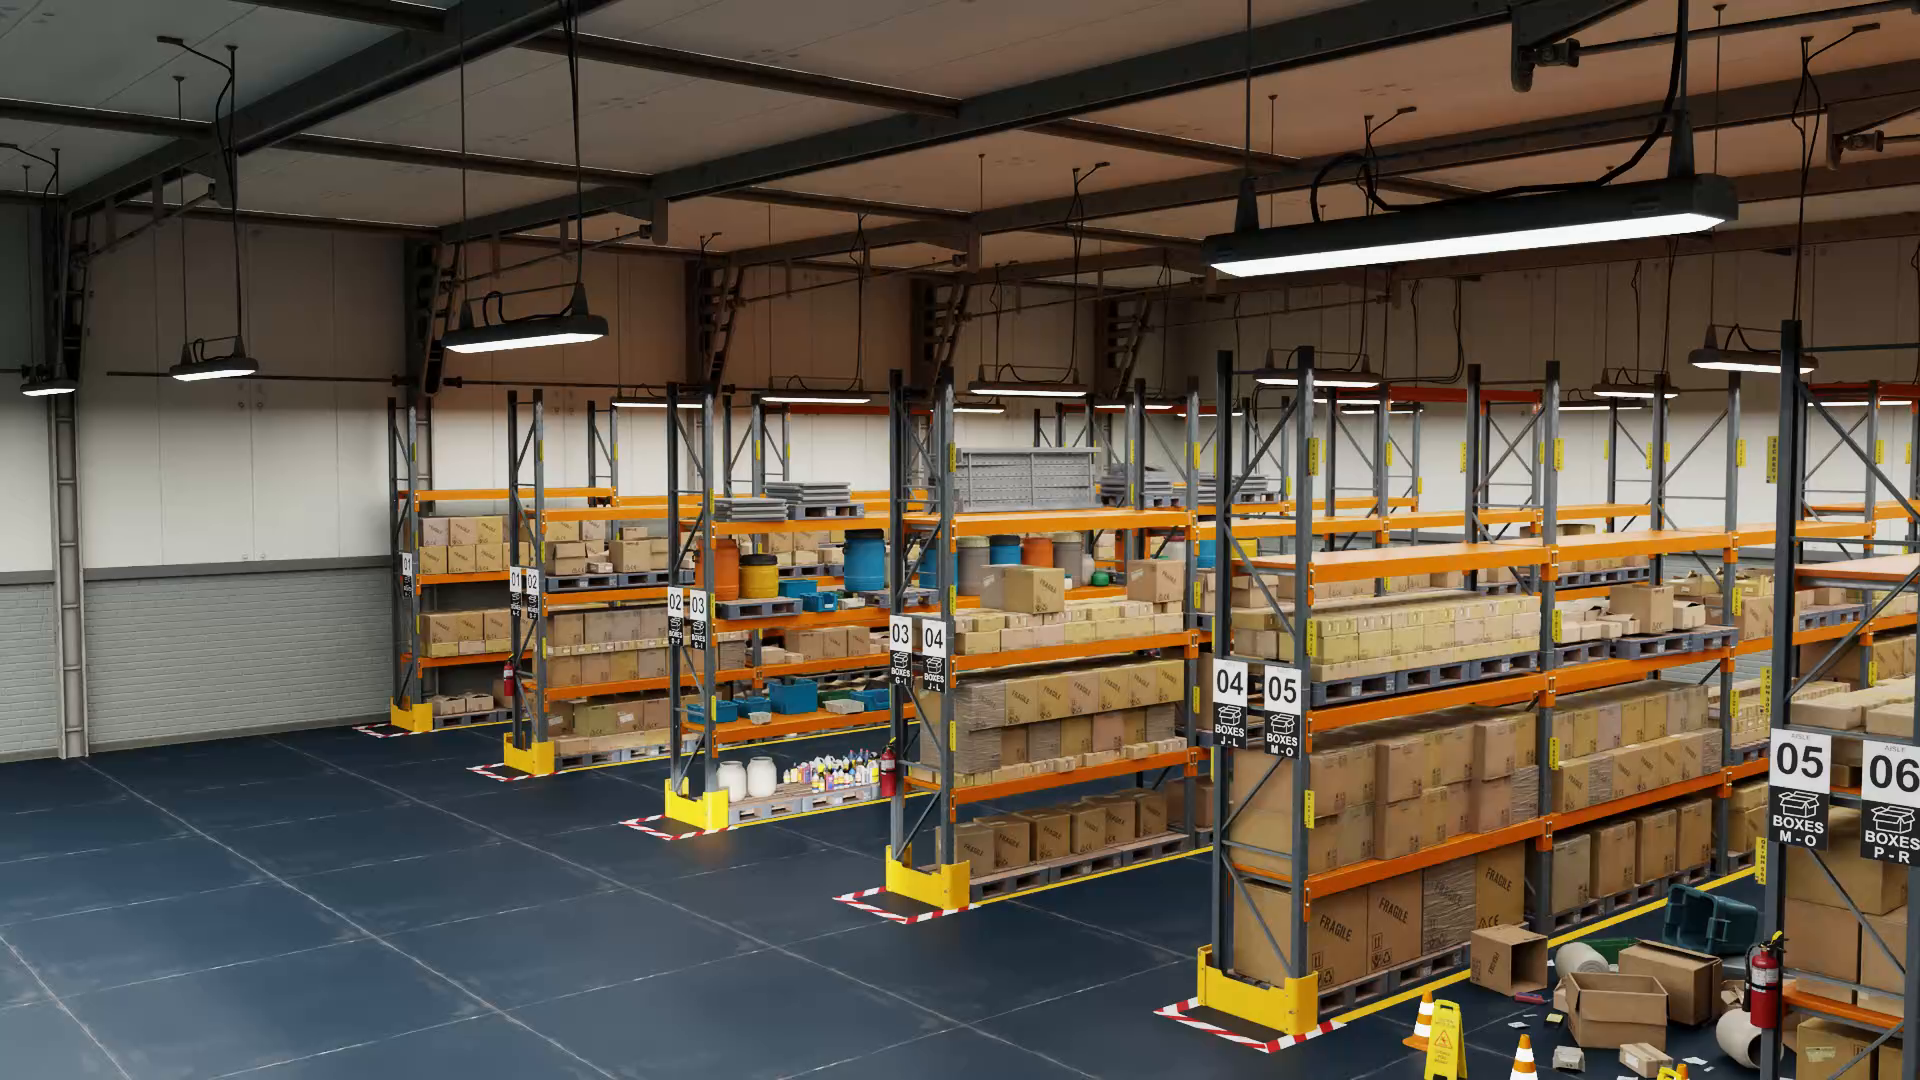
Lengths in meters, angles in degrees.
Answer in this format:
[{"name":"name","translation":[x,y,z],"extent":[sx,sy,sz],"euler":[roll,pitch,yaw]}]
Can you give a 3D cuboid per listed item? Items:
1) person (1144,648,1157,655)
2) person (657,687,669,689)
[{"name":"person","translation":[3.791,2.472,32.704],"extent":[0.876,1.588,0.525],"euler":[-3,5,-43]},{"name":"person","translation":[-5.284,2.516,30.459],"extent":[0.706,1.762,0.686],"euler":[3,4,40]}]
